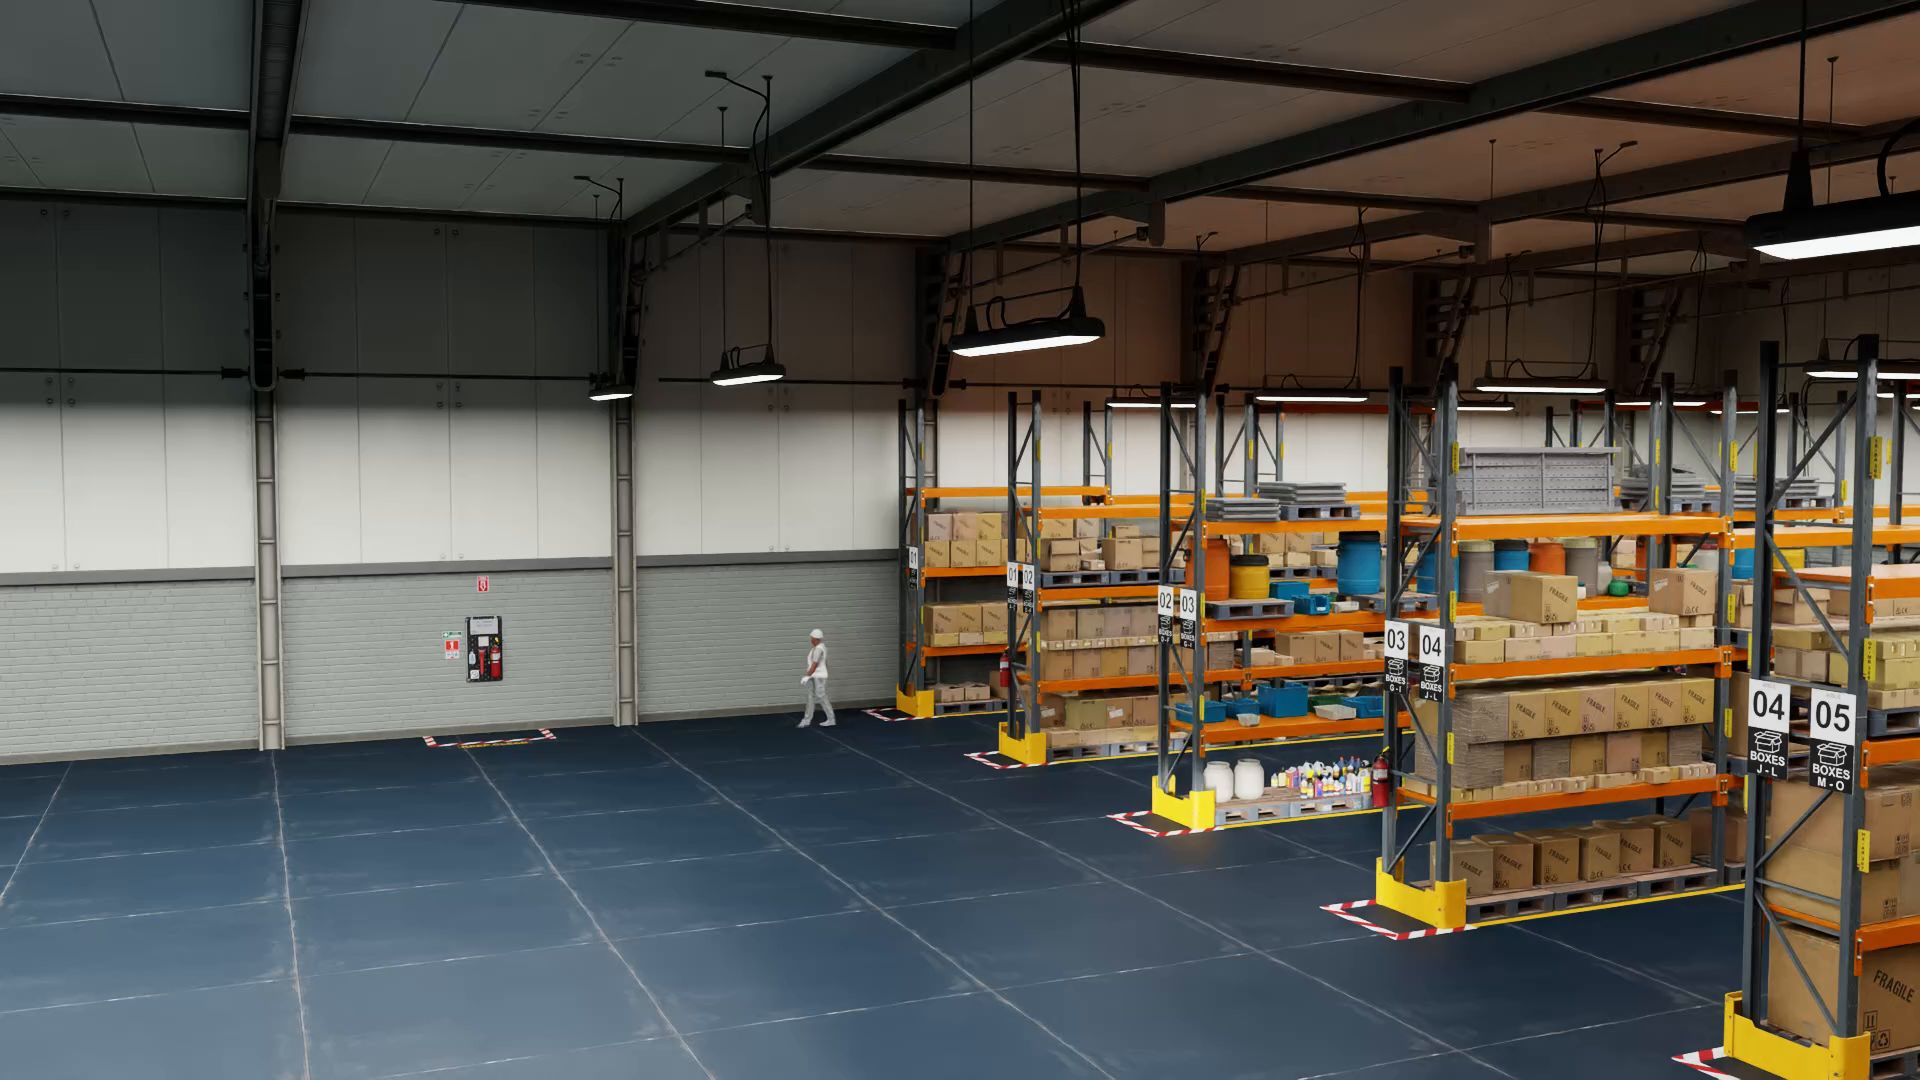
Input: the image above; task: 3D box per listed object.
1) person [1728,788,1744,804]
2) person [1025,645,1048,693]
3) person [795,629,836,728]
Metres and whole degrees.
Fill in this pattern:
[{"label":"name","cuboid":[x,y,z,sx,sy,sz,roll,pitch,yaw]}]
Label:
[{"label":"person","cuboid":[10.676,2.971,23.065,0.706,1.683,0.708,-1,3,-11]},{"label":"person","cuboid":[1.482,2.592,29.135,0.677,1.740,0.636,-1,3,-10]},{"label":"person","cuboid":[-2.625,2.527,30.178,0.758,1.823,0.582,0,3,-1]}]
